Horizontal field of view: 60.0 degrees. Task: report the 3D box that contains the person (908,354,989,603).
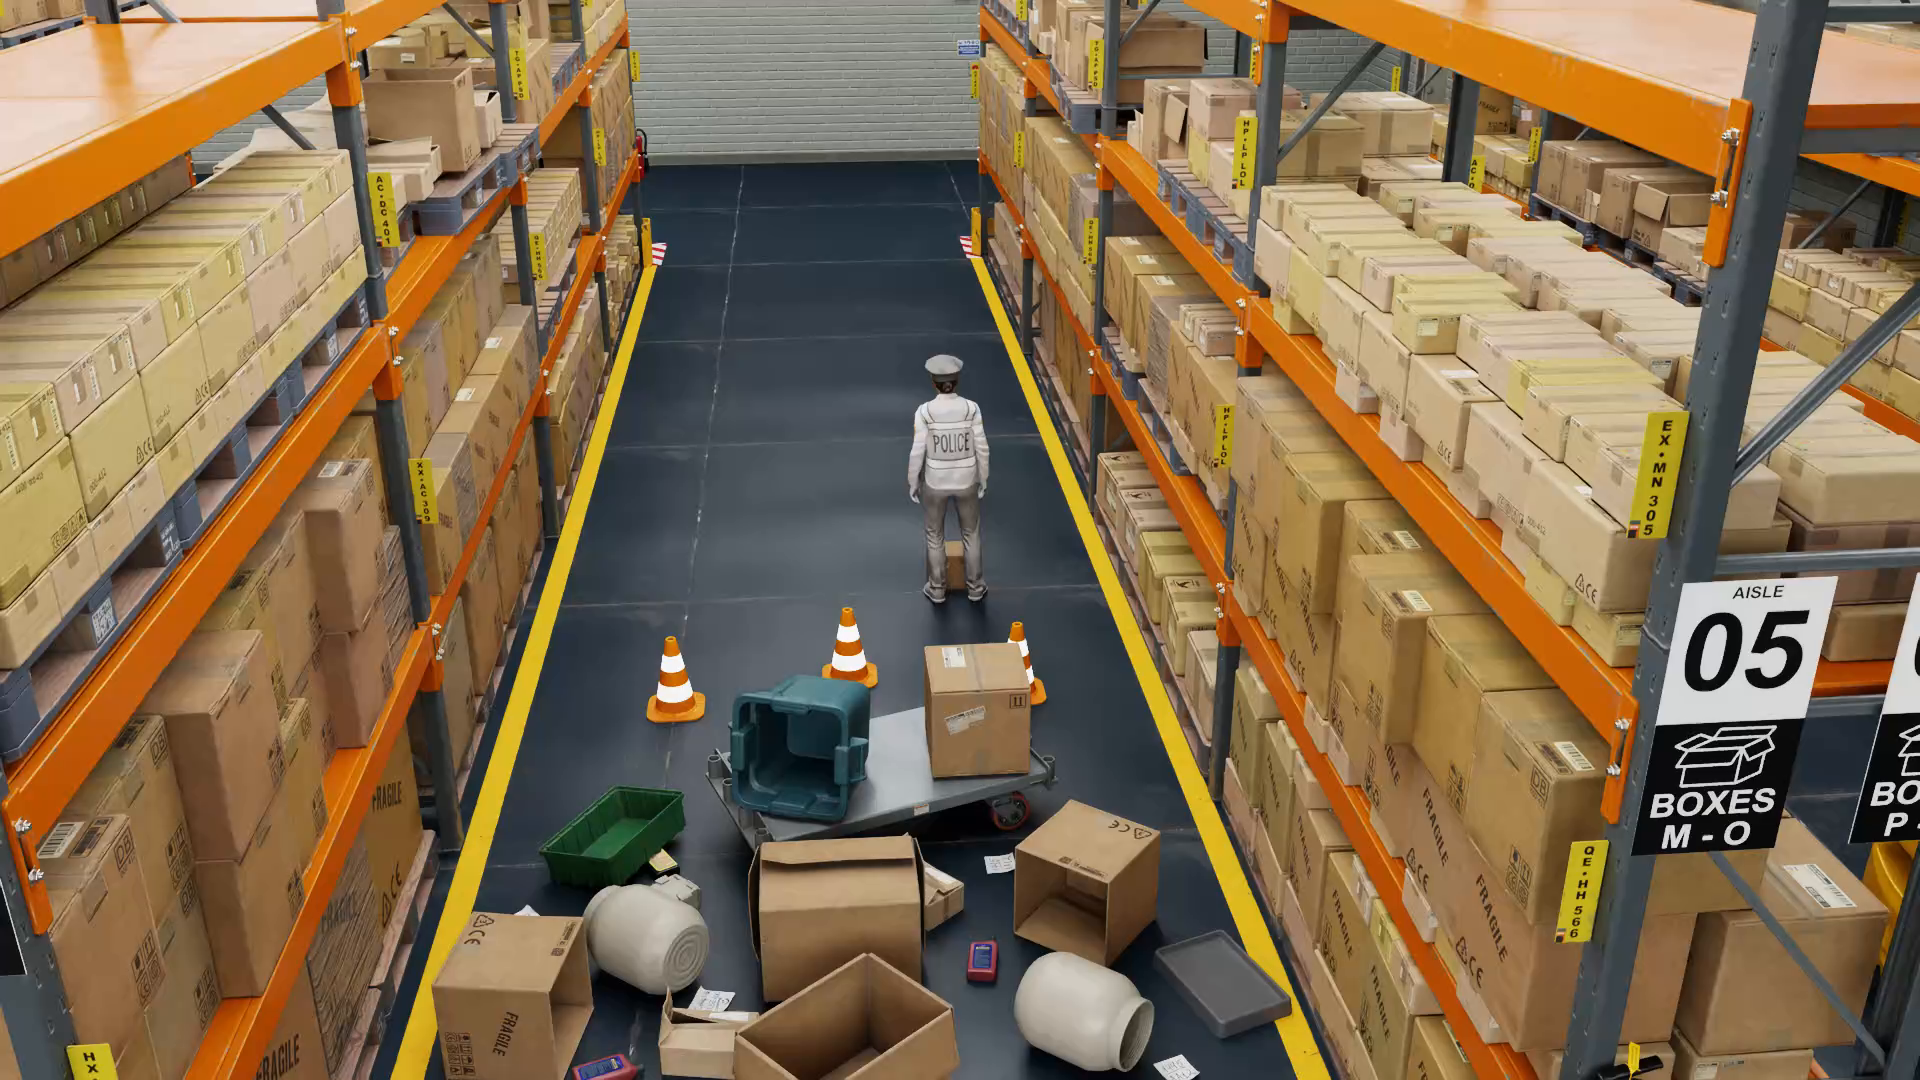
[{"bbox_3d":[-0.071,-0.375,10.940,0.547,1.667,0.370,-4,24,-8],"label":"person"}]
